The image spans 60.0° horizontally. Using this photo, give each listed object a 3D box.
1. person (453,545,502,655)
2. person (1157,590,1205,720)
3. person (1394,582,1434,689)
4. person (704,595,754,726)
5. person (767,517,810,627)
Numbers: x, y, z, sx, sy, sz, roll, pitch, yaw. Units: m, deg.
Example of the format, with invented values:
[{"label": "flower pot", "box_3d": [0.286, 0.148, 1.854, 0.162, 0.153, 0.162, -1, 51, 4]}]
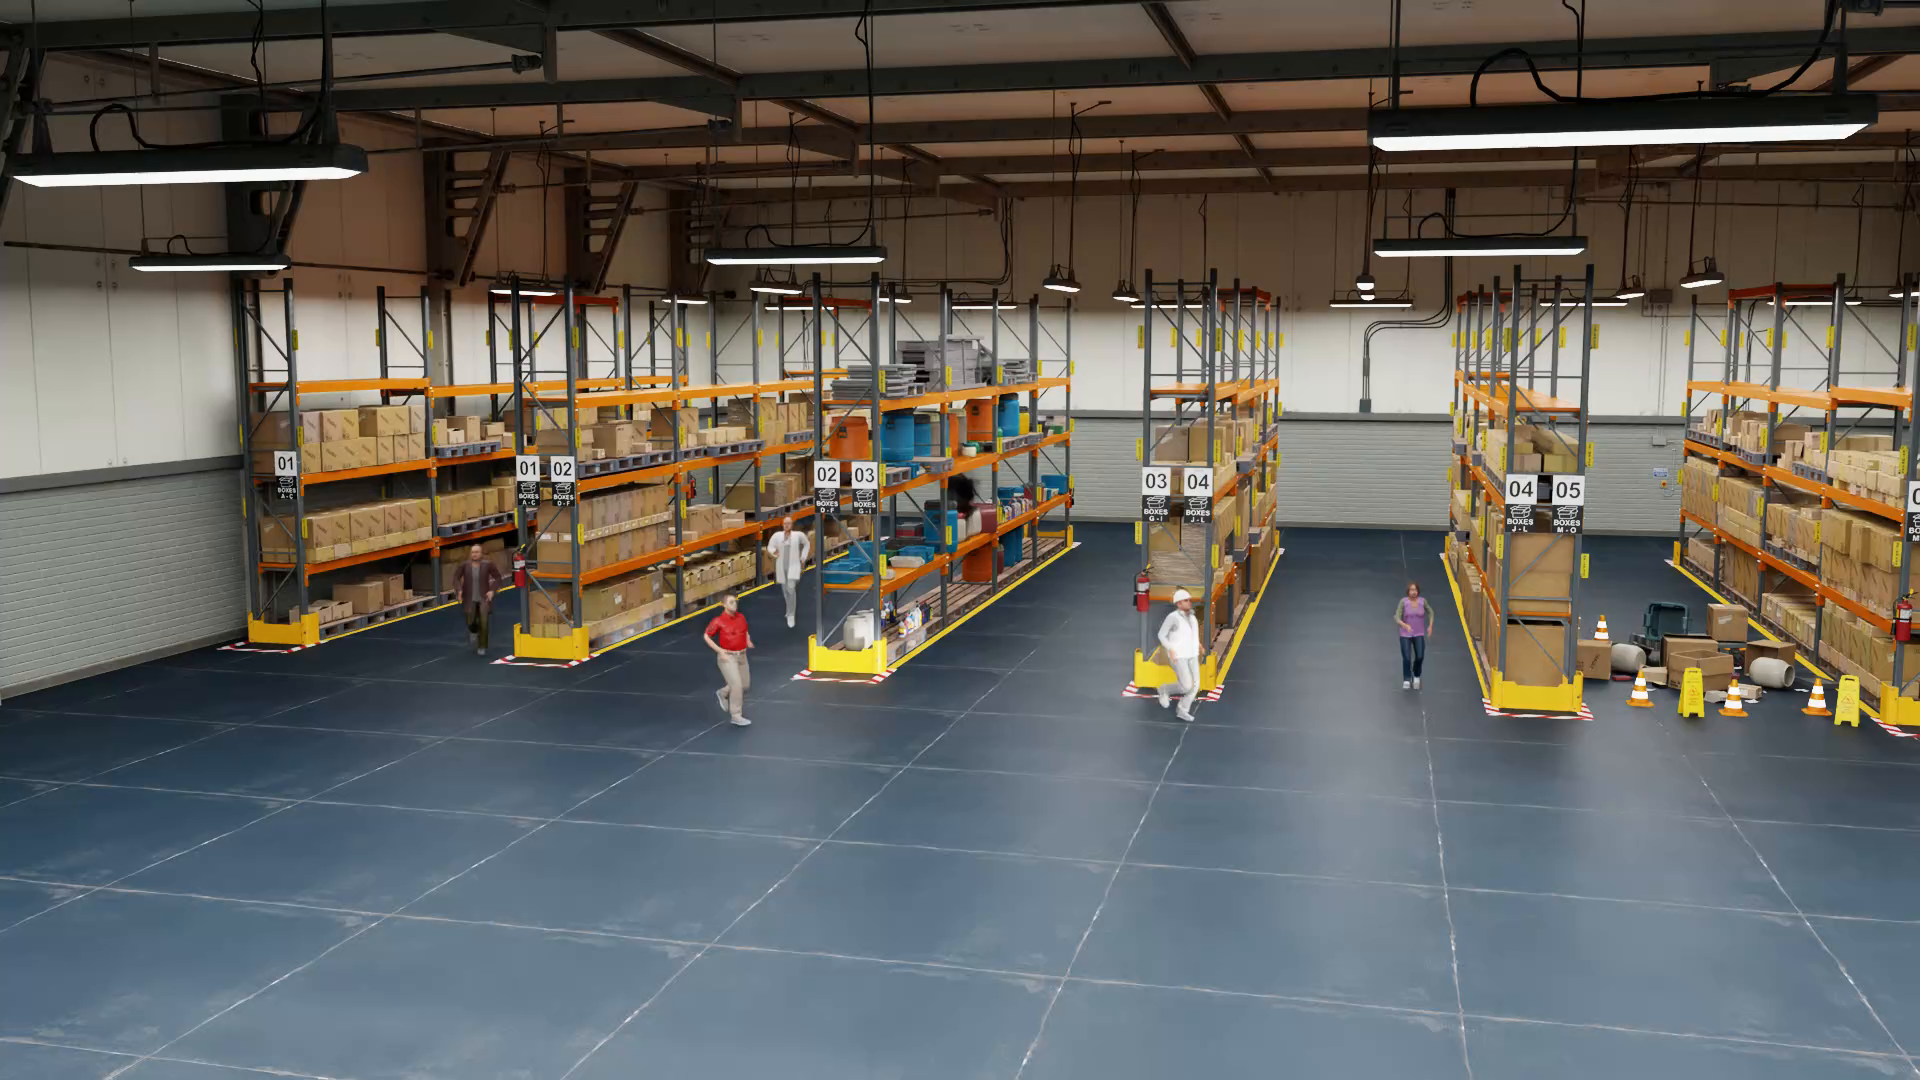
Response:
[{"label": "person", "box_3d": [-7.761, 0.997, 26.798, 0.761, 1.693, 0.656, -1, 7, -11]}, {"label": "person", "box_3d": [2.937, 1.520, 22.061, 0.671, 1.730, 0.587, -5, 9, -38]}, {"label": "person", "box_3d": [6.477, 1.376, 23.719, 0.573, 1.565, 0.607, 1, 7, 8]}, {"label": "person", "box_3d": [-3.016, 1.555, 21.823, 0.779, 1.682, 0.672, 6, 9, 42]}, {"label": "person", "box_3d": [-2.955, 0.523, 28.528, 0.684, 1.842, 0.861, 1, 7, 9]}]
